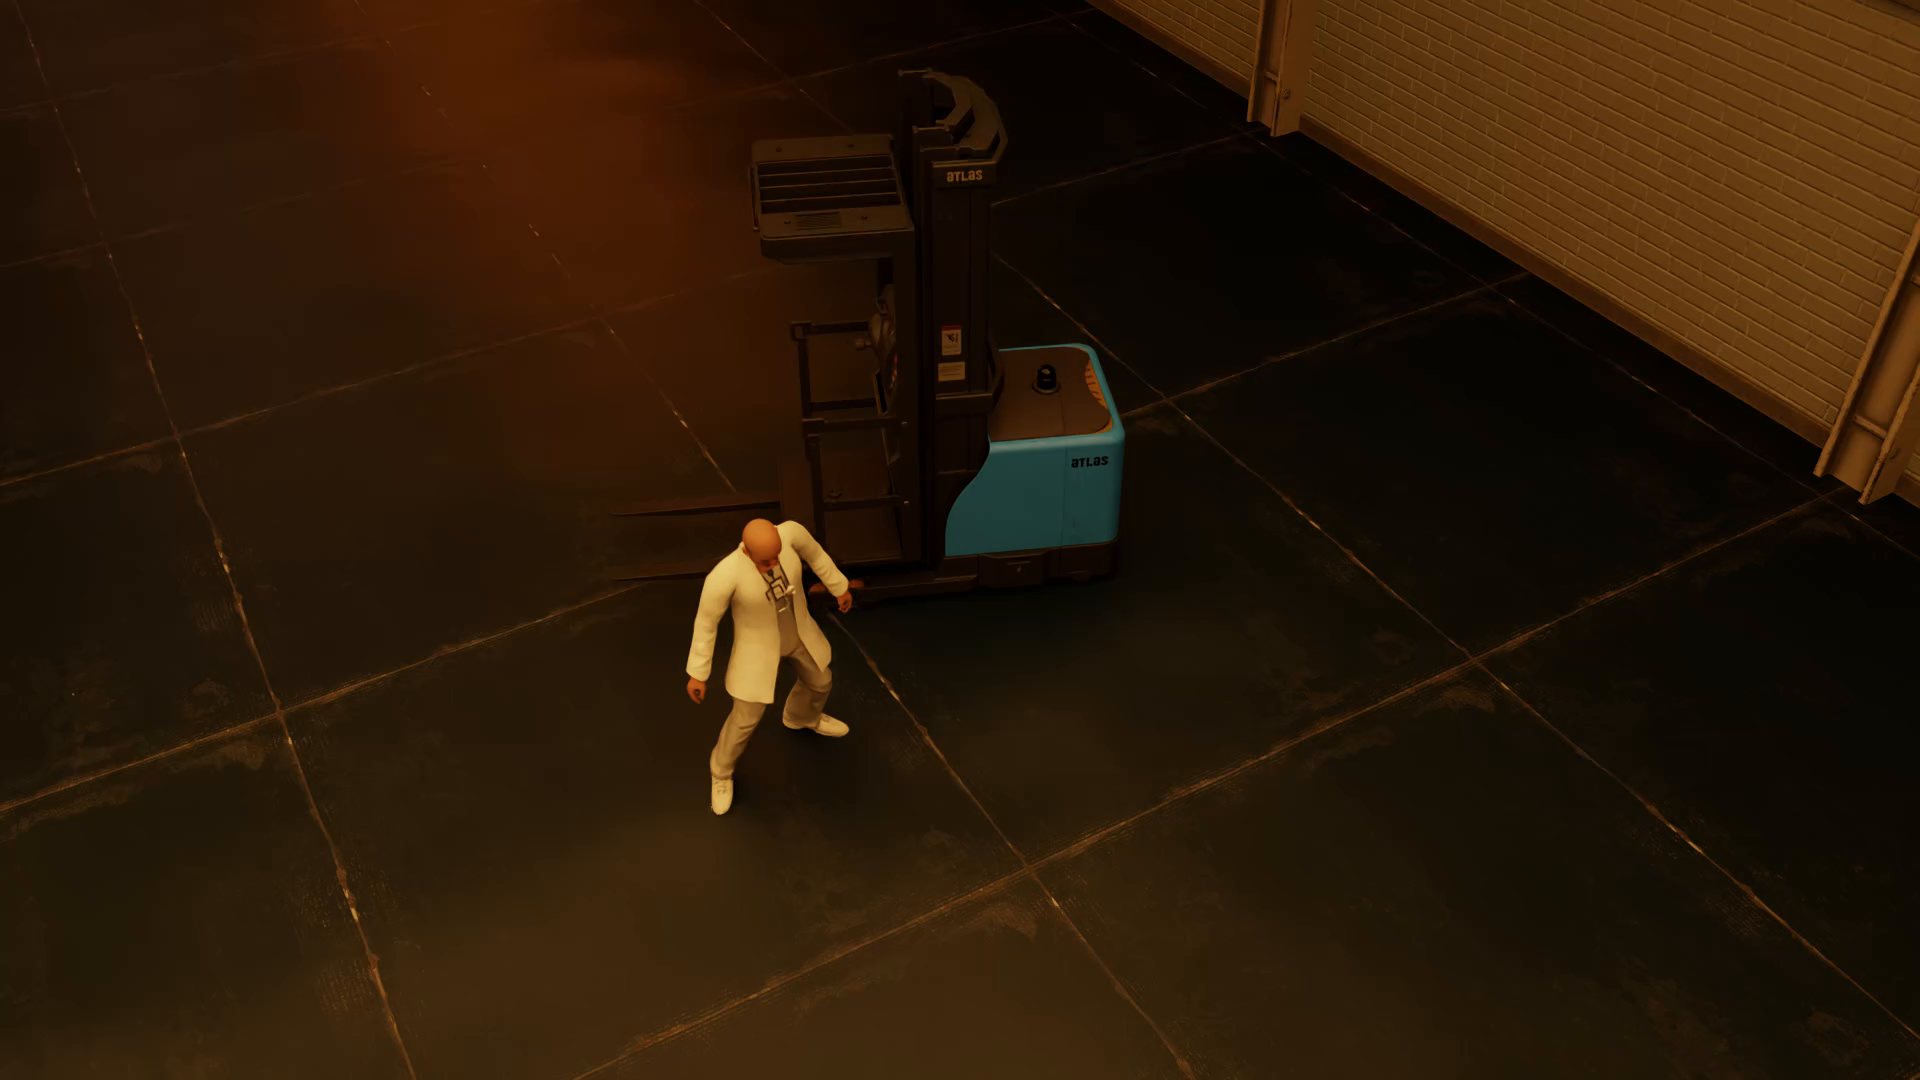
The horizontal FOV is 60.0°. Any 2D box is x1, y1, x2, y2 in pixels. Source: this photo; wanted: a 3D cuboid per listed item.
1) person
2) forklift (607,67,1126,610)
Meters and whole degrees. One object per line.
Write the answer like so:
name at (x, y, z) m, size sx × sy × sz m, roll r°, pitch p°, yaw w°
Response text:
person at (-0.961, 0.518, 8.388) m, size 0.985 × 1.738 × 0.409 m, roll -31°, pitch 49°, yaw -32°
forklift at (-0.604, -1.075, 9.332) m, size 3.031 × 2.935 × 1.130 m, roll -5°, pitch 40°, yaw -6°
